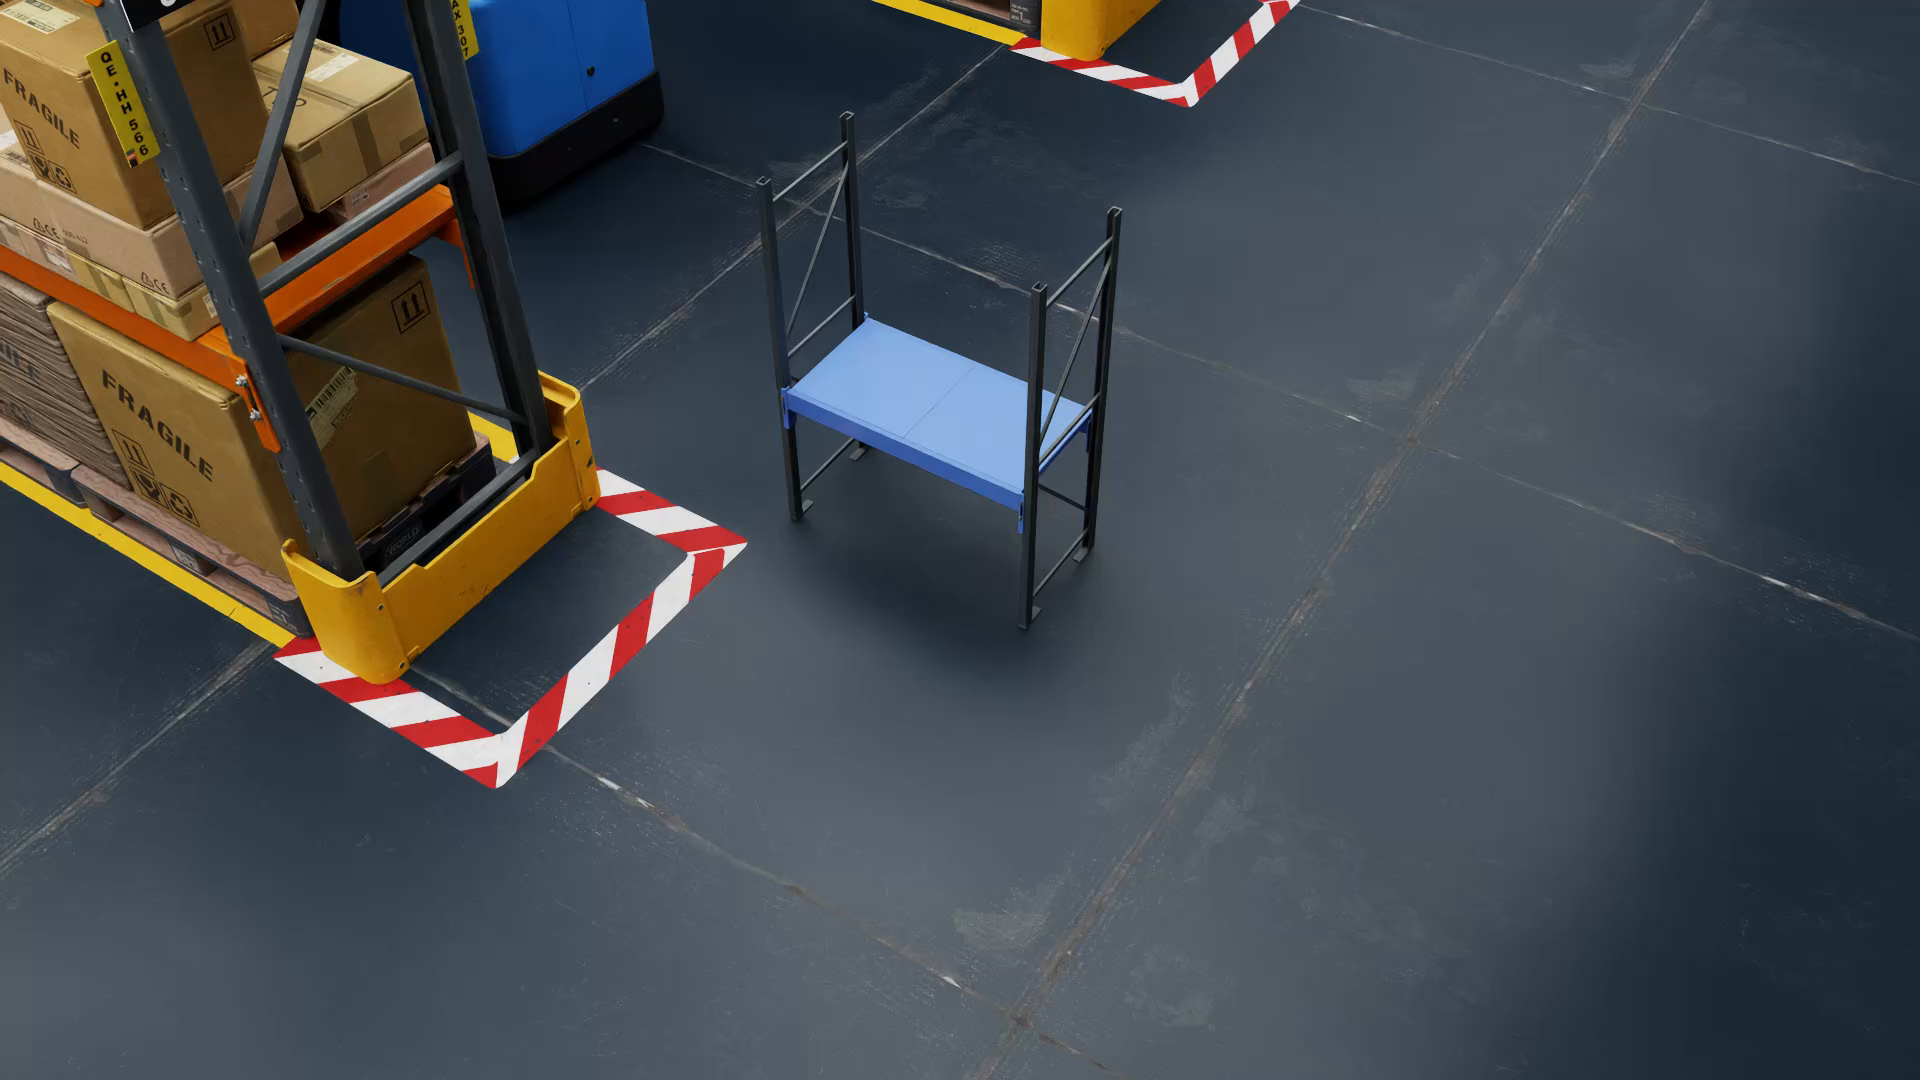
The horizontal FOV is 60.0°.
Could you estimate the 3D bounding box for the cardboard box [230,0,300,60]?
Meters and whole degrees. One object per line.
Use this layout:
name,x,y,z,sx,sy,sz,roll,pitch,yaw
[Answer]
cardboard box,-2.519,-1.809,5.290,0.500,0.500,0.500,24,50,21

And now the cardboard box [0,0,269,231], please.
cardboard box,-2.392,-1.296,4.792,0.500,0.500,0.500,25,51,23

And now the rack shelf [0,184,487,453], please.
rack shelf,-3.524,-1.477,6.095,4.000,0.370,1.077,25,51,22

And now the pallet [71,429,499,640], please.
pallet,-2.555,-0.244,6.340,1.213,0.211,1.003,25,51,22

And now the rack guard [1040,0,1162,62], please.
rack guard,0.861,-3.071,8.885,0.348,0.500,1.175,25,51,22

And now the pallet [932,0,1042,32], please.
pallet,0.161,-3.314,9.324,1.213,0.211,1.003,25,51,22

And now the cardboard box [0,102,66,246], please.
cardboard box,-2.818,-1.229,5.250,0.500,0.250,0.500,24,50,21

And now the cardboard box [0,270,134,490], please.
cardboard box,-3.188,-0.911,6.233,0.875,0.875,0.875,25,51,22

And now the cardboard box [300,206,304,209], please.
cardboard box,-2.178,-1.301,5.598,0.250,0.149,0.380,24,50,22

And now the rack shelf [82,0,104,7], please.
rack shelf,-3.524,-2.522,5.020,4.000,0.370,1.077,25,51,22

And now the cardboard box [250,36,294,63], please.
cardboard box,-2.540,-1.551,5.563,0.500,0.250,0.500,24,51,22

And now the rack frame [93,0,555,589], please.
rack frame,-1.840,-0.953,5.085,0.127,3.000,1.000,25,51,22

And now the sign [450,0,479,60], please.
sign,-1.536,-1.615,5.069,0.005,0.325,0.100,25,51,22

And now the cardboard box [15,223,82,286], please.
cardboard box,-2.749,-1.003,5.308,0.250,0.149,0.380,25,51,22

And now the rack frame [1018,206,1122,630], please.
rack frame,0.356,-0.359,5.553,0.032,1.500,0.500,25,51,22

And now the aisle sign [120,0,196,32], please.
aisle sign,-1.942,-1.650,3.950,0.004,0.787,0.394,25,51,22

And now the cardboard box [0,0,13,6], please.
cardboard box,-2.959,-2.006,5.482,0.500,0.500,0.500,23,50,21

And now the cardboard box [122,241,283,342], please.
cardboard box,-2.318,-0.805,5.116,0.250,0.149,0.380,26,51,23

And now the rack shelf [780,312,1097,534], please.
rack shelf,-0.072,-0.430,5.873,1.000,0.185,0.538,25,51,22

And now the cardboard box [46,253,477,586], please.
cardboard box,-2.422,-0.559,5.890,0.875,0.875,0.875,25,51,22

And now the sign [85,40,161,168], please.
sign,-2.145,-1.117,4.272,0.005,0.325,0.100,25,51,22

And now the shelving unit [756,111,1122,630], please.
shelving unit,-0.072,-0.556,5.744,1.048,1.500,0.538,25,51,22

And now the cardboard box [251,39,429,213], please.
cardboard box,-2.098,-1.354,5.371,0.500,0.250,0.500,23,50,21

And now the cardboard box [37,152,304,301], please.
cardboard box,-2.391,-1.032,5.059,0.500,0.250,0.500,24,50,22

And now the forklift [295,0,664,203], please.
forklift,-2.946,-3.440,7.549,3.031,2.935,1.130,28,52,24

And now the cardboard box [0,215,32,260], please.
cardboard box,-2.959,-1.100,5.403,0.250,0.149,0.380,26,51,23

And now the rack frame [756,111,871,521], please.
rack frame,-0.500,-0.753,5.935,0.032,1.500,0.500,25,51,22

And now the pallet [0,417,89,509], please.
pallet,-3.578,-0.717,6.800,1.213,0.211,1.003,25,51,22

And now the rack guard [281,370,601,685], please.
rack guard,-1.820,-0.073,5.972,0.348,0.500,1.175,25,51,22

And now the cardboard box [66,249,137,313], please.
cardboard box,-2.537,-0.905,5.213,0.250,0.149,0.380,25,51,22

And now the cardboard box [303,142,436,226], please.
cardboard box,-1.961,-1.203,5.502,0.250,0.149,0.380,25,51,23
